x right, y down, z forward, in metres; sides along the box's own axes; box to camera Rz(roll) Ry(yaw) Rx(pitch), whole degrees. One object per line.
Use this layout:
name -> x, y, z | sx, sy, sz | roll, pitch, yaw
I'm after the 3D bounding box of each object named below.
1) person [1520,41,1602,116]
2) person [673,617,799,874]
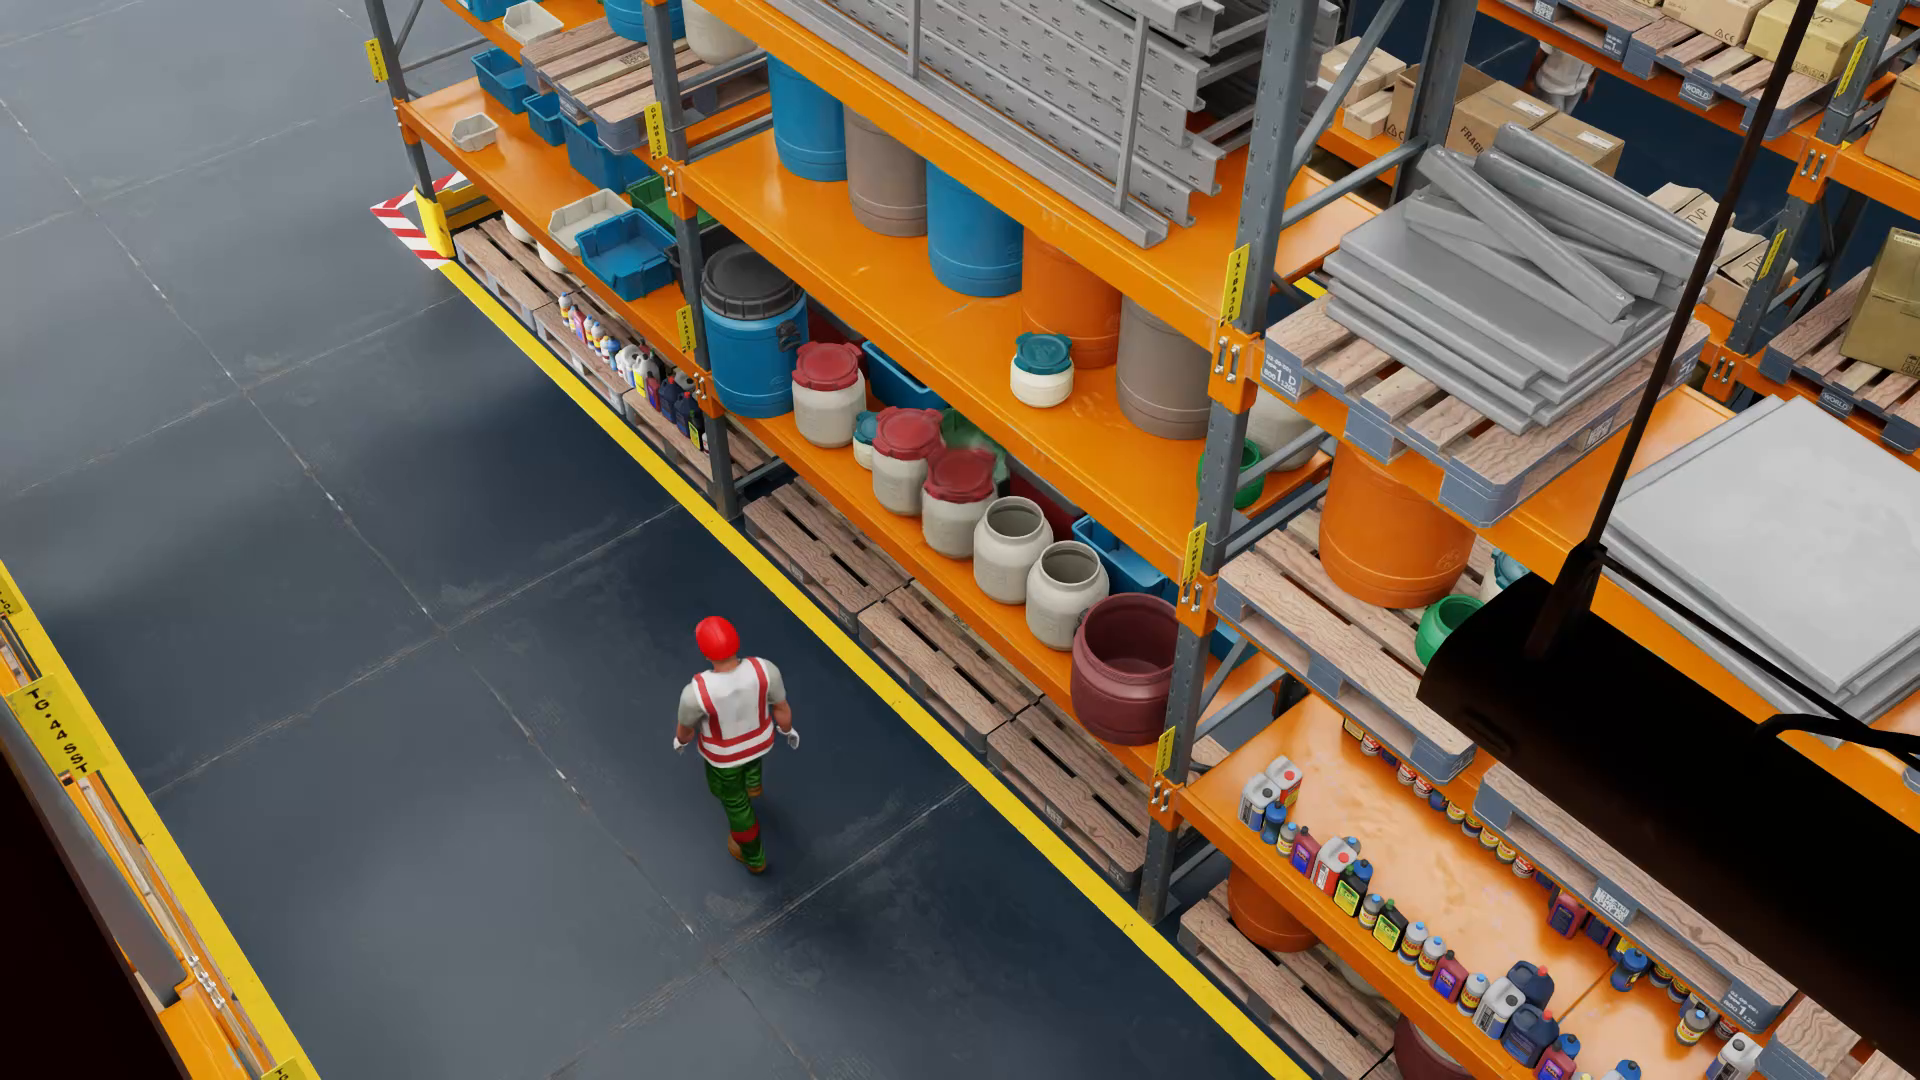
person -> 4.779, -3.615, 13.195 | 0.600, 1.753, 0.539 | -23, 51, -21
person -> -1.199, 1.006, 8.781 | 0.621, 1.770, 0.665 | -20, 50, -18
